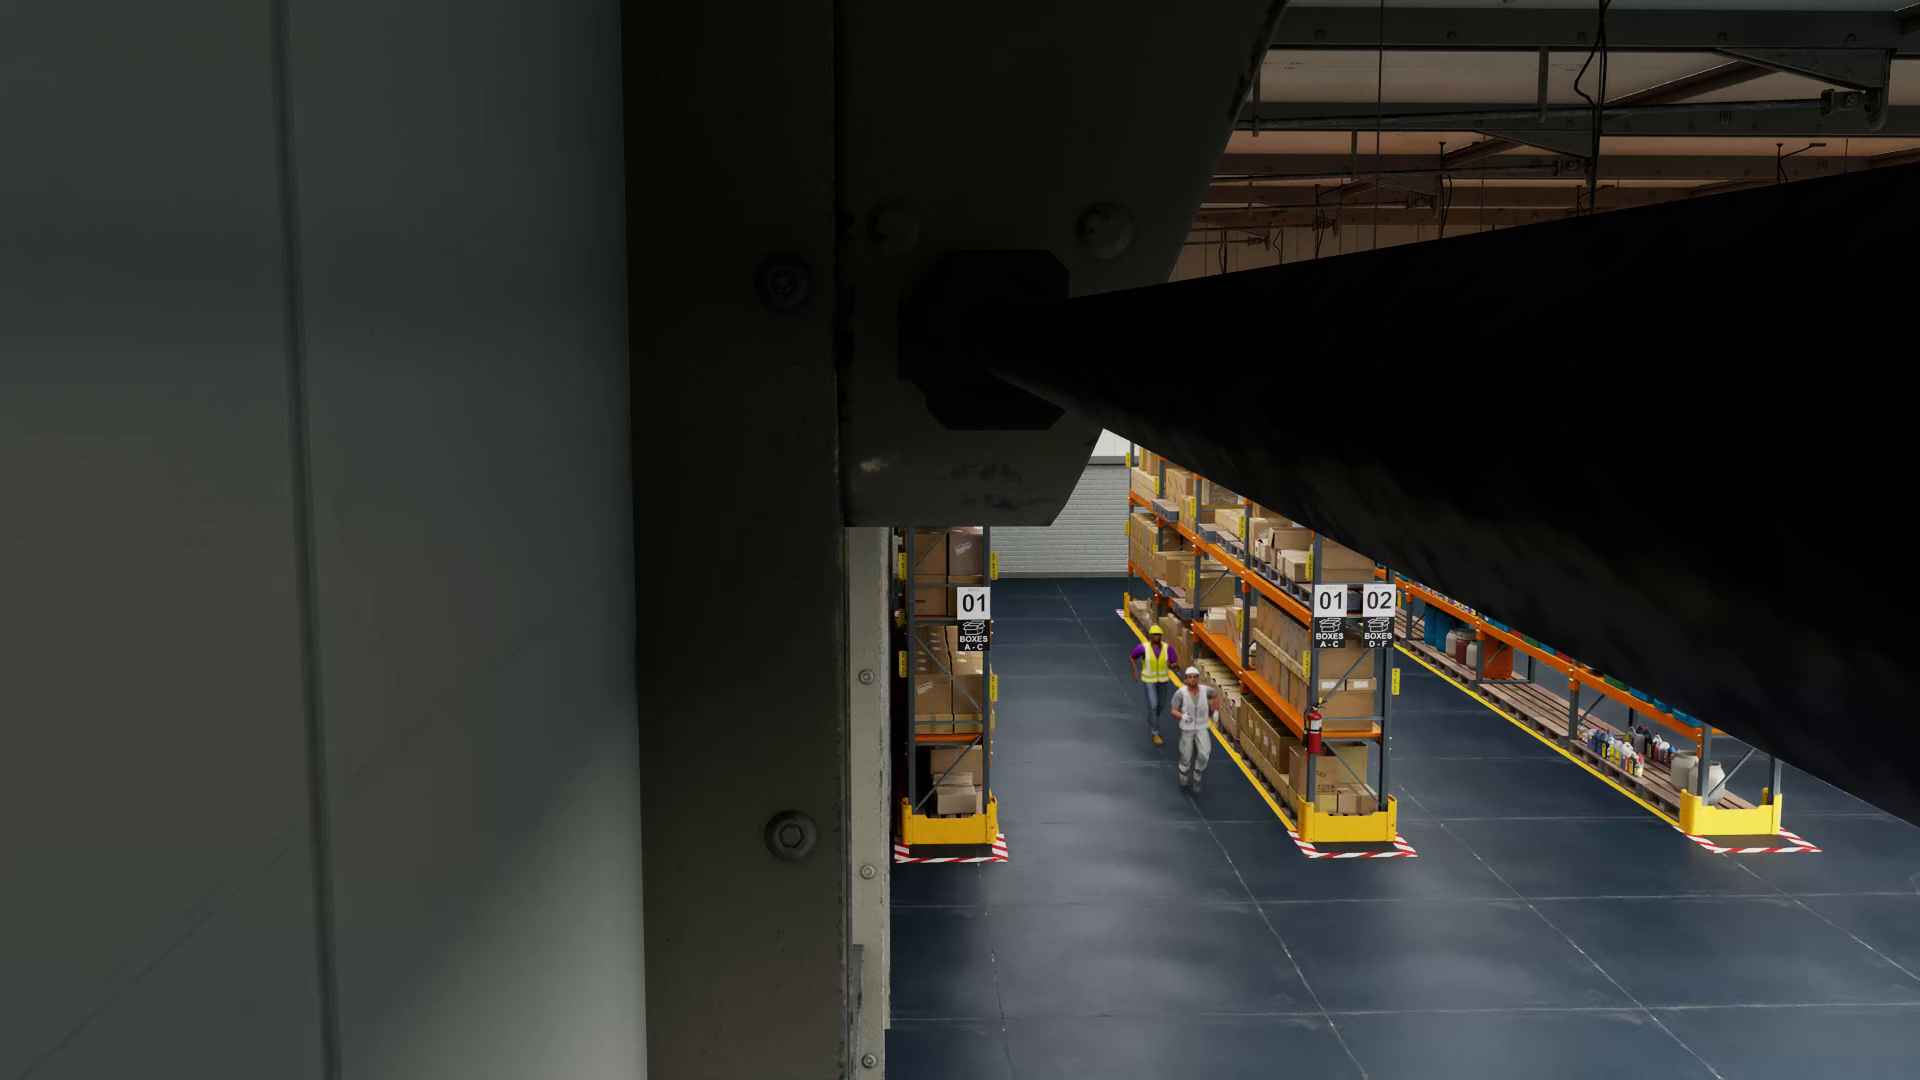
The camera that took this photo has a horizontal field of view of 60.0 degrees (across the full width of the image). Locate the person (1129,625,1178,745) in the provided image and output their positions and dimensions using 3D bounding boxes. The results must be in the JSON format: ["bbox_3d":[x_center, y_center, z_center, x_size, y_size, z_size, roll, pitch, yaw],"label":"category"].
[{"bbox_3d":[2.994,2.172,25.466,0.700,1.754,0.989,-1,7,-11],"label":"person"}]

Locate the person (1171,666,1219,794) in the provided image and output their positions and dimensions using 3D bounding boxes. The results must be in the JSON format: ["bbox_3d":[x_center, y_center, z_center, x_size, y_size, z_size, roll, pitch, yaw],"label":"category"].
[{"bbox_3d":[3.180,2.566,22.474,0.675,1.748,0.852,0,7,3],"label":"person"}]
